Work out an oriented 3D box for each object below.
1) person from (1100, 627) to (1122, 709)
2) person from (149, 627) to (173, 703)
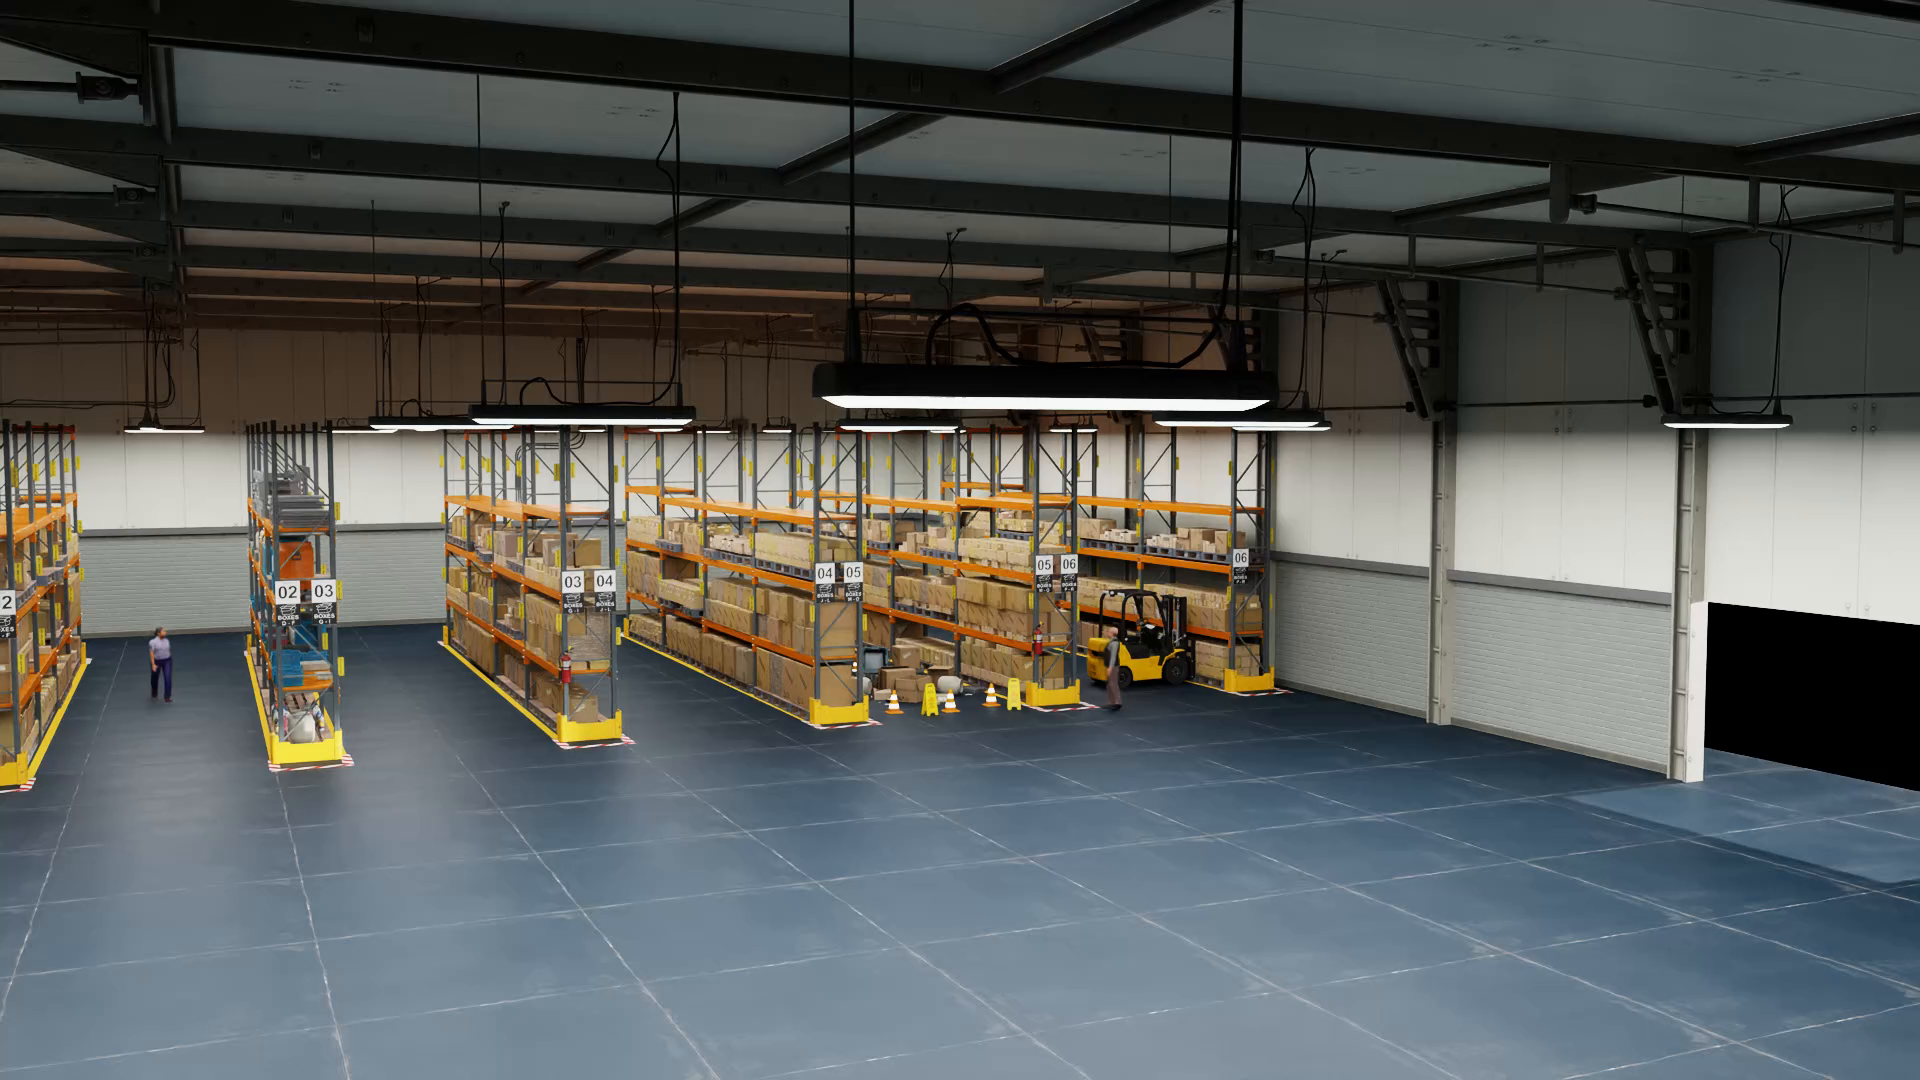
[{"bbox_3d":[3.175,2.689,34.841,0.429,1.733,0.552,-1,4,-17],"label":"person"},{"bbox_3d":[-17.191,2.664,35.796,0.457,1.616,0.665,-2,4,-27],"label":"person"}]
